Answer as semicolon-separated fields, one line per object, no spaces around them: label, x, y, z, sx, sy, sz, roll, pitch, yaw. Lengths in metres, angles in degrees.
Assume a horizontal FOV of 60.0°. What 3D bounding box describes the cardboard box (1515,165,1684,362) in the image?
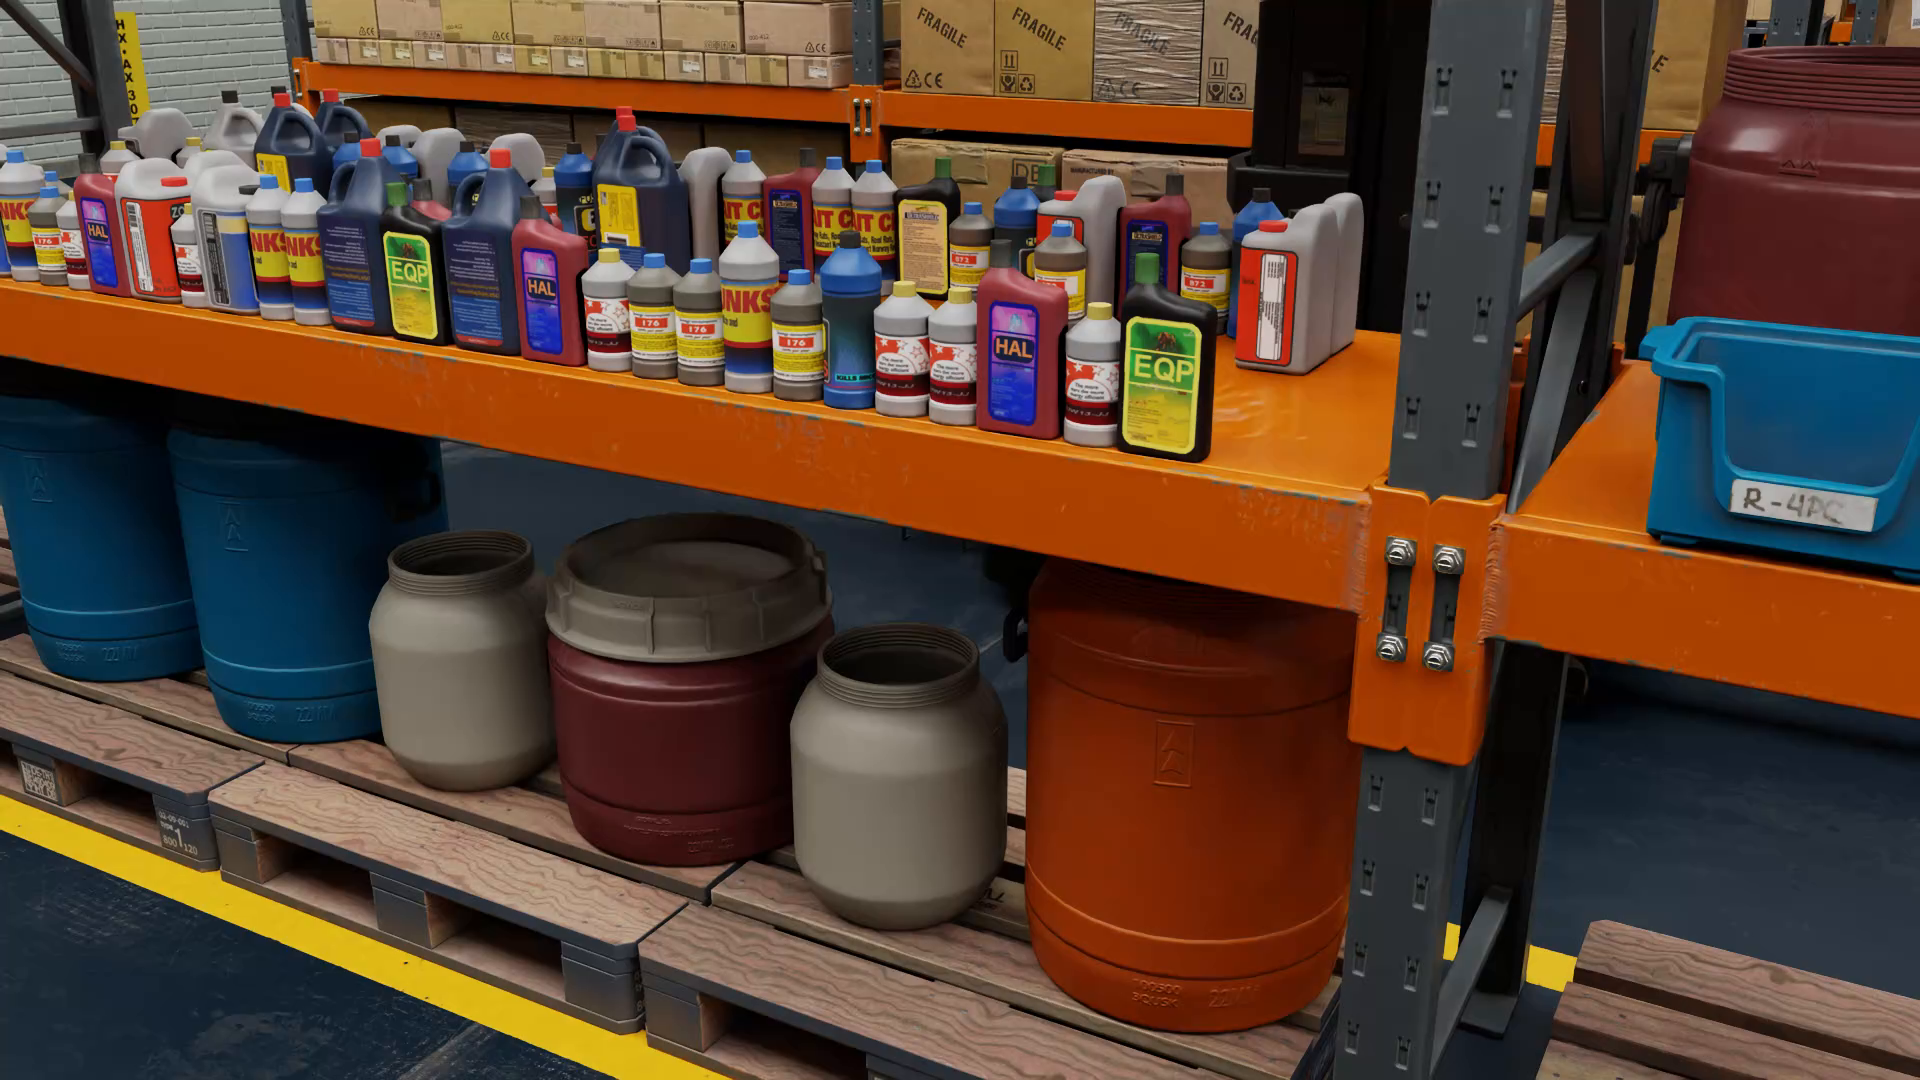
cardboard box;2.678;-1.167;7.184;0.875;0.875;1.225;10;22;25

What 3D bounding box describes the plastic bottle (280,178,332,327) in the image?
plastic bottle;-1.236;-0.551;3.175;0.097;0.271;0.097;0;20;0

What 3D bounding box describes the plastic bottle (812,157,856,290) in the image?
plastic bottle;-0.260;-0.662;3.480;0.097;0.271;0.097;0;20;0

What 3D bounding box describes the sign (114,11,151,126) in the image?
sign;-2.368;-1.332;4.732;0.005;0.325;0.100;11;23;27

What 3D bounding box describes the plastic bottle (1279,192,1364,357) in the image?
plastic bottle;0.634;-0.483;2.980;0.135;0.276;0.152;11;23;27

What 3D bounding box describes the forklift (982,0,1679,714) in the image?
forklift;1.618;-1.107;4.618;3.031;2.935;1.130;10;22;26

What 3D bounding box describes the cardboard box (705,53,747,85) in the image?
cardboard box;-1.097;-2.433;8.543;0.250;0.149;0.380;10;22;26

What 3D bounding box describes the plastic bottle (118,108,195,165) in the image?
plastic bottle;-2.136;-1.011;4.435;0.135;0.276;0.152;11;23;27

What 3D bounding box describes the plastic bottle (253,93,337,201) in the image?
plastic bottle;-1.584;-0.886;3.981;0.185;0.351;0.144;11;23;27

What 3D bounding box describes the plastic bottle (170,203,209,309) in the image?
plastic bottle;-1.523;-0.573;3.338;0.097;0.201;0.097;0;20;0

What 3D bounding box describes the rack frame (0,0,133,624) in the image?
rack frame;-2.638;-1.038;4.329;0.127;3.000;1.000;11;23;27

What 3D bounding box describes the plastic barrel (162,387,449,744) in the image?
plastic barrel;-1.553;-0.036;4.027;0.708;0.901;0.600;11;23;27

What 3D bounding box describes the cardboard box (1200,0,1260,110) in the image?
cardboard box;1.387;-2.158;7.269;0.500;0.500;0.500;11;23;28

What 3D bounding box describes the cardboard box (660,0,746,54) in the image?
cardboard box;-1.188;-2.663;8.591;0.500;0.250;0.500;12;23;29

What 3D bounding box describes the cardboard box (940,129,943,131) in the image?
cardboard box;0.036;-3.431;13.617;0.250;0.149;0.380;12;23;29

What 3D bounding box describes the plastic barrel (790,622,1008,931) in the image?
plastic barrel;-0.117;0.455;3.244;0.421;0.512;0.421;0;20;0

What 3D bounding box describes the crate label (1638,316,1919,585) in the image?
crate label;1.040;-0.113;2.023;0.416;0.233;0.303;11;23;27

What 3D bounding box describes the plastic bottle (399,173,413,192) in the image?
plastic bottle;-1.080;-0.578;3.249;0.097;0.271;0.097;0;20;0

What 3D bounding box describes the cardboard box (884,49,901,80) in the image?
cardboard box;-0.318;-2.543;8.845;0.250;0.149;0.380;11;23;27

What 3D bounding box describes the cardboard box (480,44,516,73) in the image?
cardboard box;-2.441;-2.690;9.249;0.250;0.149;0.380;11;22;27

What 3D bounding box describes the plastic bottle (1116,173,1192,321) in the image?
plastic bottle;0.370;-0.555;3.167;0.133;0.283;0.061;11;23;27

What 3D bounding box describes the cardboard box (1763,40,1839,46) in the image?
cardboard box;7.540;-4.136;15.369;0.875;0.875;0.875;11;22;27

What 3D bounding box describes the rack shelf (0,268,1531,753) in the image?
rack shelf;-0.892;-0.368;3.535;4.000;0.370;1.077;11;23;27

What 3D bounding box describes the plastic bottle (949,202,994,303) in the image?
plastic bottle;0.026;-0.575;3.342;0.097;0.201;0.097;0;20;0

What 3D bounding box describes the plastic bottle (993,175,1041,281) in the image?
plastic bottle;0.113;-0.567;3.218;0.097;0.271;0.097;0;20;0

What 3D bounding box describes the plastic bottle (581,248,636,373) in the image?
plastic bottle;-0.595;-0.396;2.850;0.097;0.201;0.097;0;20;0

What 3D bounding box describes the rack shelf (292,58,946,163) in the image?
rack shelf;-1.968;-2.507;9.433;4.000;0.370;1.077;11;23;27

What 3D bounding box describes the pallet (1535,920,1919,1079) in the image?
pallet;1.512;1.078;2.584;1.213;0.211;1.003;11;23;27

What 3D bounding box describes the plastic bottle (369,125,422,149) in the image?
plastic bottle;-1.377;-0.866;4.036;0.135;0.276;0.152;11;23;27

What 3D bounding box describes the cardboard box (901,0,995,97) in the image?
cardboard box;0.058;-2.409;7.961;0.500;0.500;0.500;11;23;27

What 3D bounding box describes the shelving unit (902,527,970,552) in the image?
shelving unit;-0.047;-0.502;5.711;0.252;1.050;0.215;11;23;27

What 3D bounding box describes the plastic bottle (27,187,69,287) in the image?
plastic bottle;-1.927;-0.650;3.550;0.097;0.201;0.097;0;20;0

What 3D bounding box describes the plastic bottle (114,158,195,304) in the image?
plastic bottle;-1.611;-0.636;3.401;0.135;0.276;0.152;11;23;27

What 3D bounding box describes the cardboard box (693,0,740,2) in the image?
cardboard box;-1.189;-3.016;8.465;0.500;0.500;0.500;11;23;28

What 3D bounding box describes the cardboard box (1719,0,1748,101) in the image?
cardboard box;2.978;-2.057;6.989;0.500;0.500;0.500;12;23;29

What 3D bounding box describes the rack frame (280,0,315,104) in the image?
rack frame;-3.714;-3.178;10.228;0.127;3.000;1.000;11;23;27

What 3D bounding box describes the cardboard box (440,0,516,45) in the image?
cardboard box;-2.533;-2.918;9.295;0.500;0.250;0.500;10;22;26

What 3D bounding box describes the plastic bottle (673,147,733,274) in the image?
plastic bottle;-0.576;-0.714;3.616;0.135;0.276;0.152;11;23;27

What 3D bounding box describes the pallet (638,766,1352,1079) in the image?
pallet;0.146;0.819;3.298;1.213;0.211;1.003;11;23;27

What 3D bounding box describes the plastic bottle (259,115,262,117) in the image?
plastic bottle;-1.817;-0.950;4.267;0.135;0.276;0.152;11;23;27

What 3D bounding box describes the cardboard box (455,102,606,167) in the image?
cardboard box;-2.322;-2.143;9.873;0.875;0.875;0.875;11;23;27

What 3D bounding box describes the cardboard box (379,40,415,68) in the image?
cardboard box;-3.117;-2.818;9.603;0.250;0.149;0.380;10;22;26

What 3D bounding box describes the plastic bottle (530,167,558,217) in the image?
plastic bottle;-0.942;-0.759;3.850;0.097;0.201;0.097;0;20;0

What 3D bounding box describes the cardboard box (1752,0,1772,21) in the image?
cardboard box;5.122;-3.332;10.404;0.250;0.149;0.380;11;23;28

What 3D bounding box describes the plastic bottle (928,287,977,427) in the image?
plastic bottle;0.000;-0.283;2.538;0.097;0.201;0.097;0;20;0

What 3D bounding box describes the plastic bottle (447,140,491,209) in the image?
plastic bottle;-1.101;-0.763;3.758;0.097;0.271;0.097;0;20;0

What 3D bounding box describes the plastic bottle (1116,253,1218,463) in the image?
plastic bottle;0.293;-0.259;2.350;0.133;0.283;0.061;11;23;27

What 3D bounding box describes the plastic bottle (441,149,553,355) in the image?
plastic bottle;-0.823;-0.519;2.970;0.185;0.351;0.144;11;23;27

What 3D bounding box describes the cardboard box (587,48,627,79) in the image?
cardboard box;-1.770;-2.562;8.896;0.250;0.149;0.380;10;22;26

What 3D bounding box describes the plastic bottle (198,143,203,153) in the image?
plastic bottle;-1.934;-0.924;4.306;0.097;0.201;0.097;0;20;0

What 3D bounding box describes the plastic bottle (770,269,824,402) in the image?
plastic bottle;-0.255;-0.332;2.672;0.097;0.201;0.097;0;20;0
